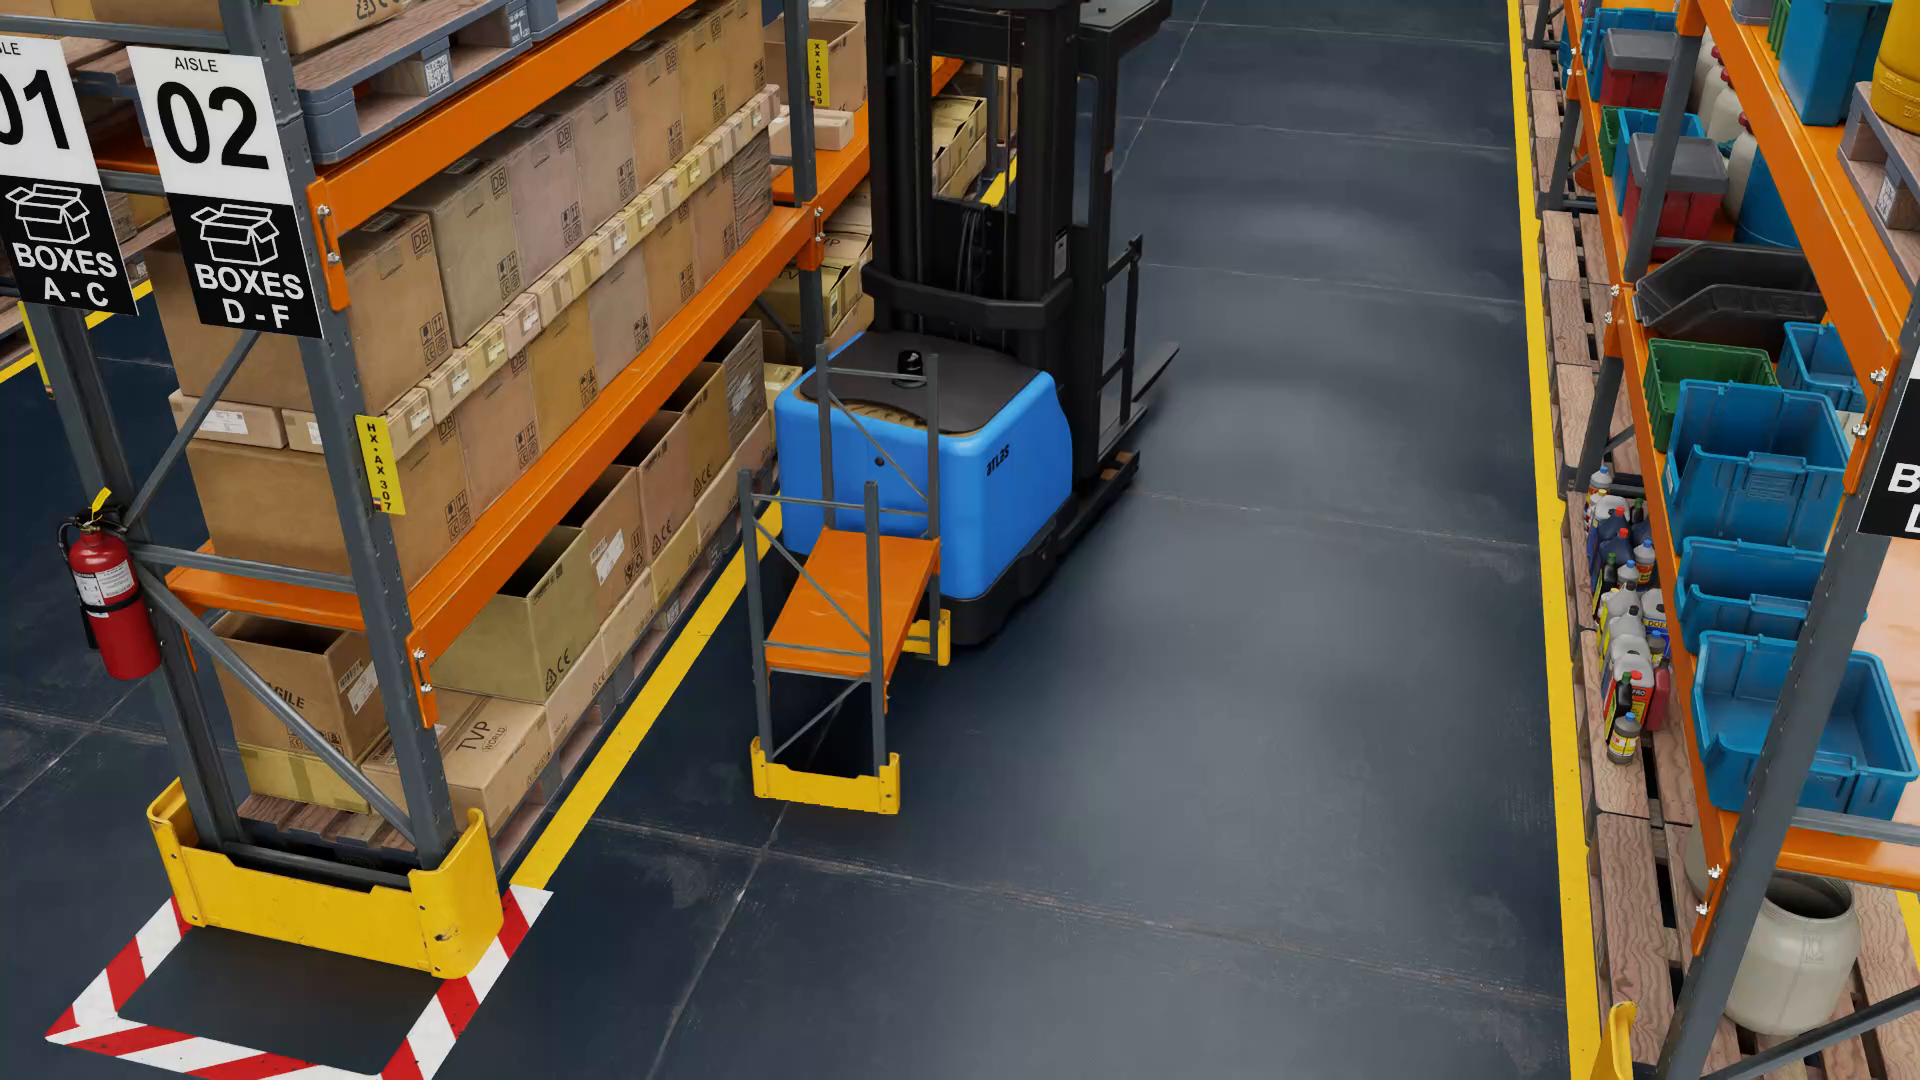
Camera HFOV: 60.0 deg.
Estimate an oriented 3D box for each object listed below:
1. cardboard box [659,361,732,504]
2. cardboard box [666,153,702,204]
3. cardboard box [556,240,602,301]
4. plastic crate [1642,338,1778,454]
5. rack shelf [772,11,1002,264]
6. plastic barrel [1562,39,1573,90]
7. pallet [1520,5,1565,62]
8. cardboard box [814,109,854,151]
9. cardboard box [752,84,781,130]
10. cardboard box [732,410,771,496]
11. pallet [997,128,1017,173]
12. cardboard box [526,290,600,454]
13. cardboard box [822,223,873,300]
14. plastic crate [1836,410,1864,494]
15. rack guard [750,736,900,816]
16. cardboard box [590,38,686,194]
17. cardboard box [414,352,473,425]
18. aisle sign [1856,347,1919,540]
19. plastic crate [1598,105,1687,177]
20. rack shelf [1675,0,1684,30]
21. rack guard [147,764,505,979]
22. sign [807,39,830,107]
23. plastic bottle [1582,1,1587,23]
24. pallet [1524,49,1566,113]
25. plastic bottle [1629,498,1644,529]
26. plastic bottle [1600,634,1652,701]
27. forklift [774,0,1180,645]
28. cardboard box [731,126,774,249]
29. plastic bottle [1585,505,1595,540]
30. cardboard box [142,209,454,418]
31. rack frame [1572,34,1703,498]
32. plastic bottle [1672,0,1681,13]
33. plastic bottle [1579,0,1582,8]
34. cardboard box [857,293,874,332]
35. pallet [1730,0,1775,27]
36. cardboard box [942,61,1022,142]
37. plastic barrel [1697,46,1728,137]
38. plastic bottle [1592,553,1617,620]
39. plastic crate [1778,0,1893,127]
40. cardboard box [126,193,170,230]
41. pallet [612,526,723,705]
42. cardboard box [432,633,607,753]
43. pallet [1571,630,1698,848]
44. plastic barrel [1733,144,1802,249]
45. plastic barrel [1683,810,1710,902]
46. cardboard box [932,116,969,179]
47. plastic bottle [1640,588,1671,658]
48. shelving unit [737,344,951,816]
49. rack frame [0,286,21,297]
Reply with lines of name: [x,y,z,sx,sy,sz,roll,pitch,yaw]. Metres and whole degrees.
cardboard box: [-1.402,-0.520,7.745,0.500,0.500,0.500,8,33,12]
cardboard box: [-1.356,-1.593,7.263,0.380,0.149,0.250,8,33,12]
cardboard box: [-1.616,-1.059,6.421,0.380,0.149,0.250,8,33,12]
plastic crate: [2.939,-0.544,6.507,0.450,0.188,0.662,8,33,12]
rack shelf: [-0.727,-2.710,10.387,1.077,0.370,4.000,8,33,12]
plastic barrel: [5.252,-4.095,13.460,0.600,0.901,0.708,8,33,12]
pallet: [5.735,-4.661,15.384,1.003,0.211,1.213,8,33,12]
cardboard box: [-0.812,-2.301,9.308,0.380,0.149,0.250,8,33,12]
cardboard box: [-1.096,-2.121,8.093,0.380,0.149,0.250,8,33,12]
cardboard box: [-1.277,-0.464,8.355,0.500,0.250,0.500,8,33,12]
pallet: [0.007,-3.257,13.176,1.003,0.211,1.213,8,33,12]
cardboard box: [-1.858,-0.712,6.482,0.700,0.500,0.500,8,33,13]
cardboard box: [-0.756,-1.669,9.727,0.500,0.311,0.500,8,33,12]
plastic crate: [3.389,-0.311,6.189,0.530,0.136,0.437,8,33,12]
rack guard: [-0.529,0.929,6.556,0.587,0.250,0.087,6,33,10]
cardboard box: [-1.595,-1.812,7.002,0.700,0.500,0.500,8,33,12]
cardboard box: [-1.877,-0.527,5.586,0.380,0.149,0.250,7,33,11]
aisle sign: [2.235,-0.324,3.540,0.394,0.787,0.004,8,33,12]
plastic crate: [3.725,-2.152,9.036,0.450,0.188,0.662,8,33,12]
rack shelf: [4.064,-3.299,8.518,1.077,0.370,4.000,8,33,12]
rack guard: [-2.255,1.168,5.947,1.175,0.500,0.348,8,33,12]
sign: [-0.697,-2.299,8.190,0.100,0.325,0.005,8,33,12]
plastic bottle: [4.308,-3.616,11.328,0.097,0.201,0.097,0,32,0]
pallet: [5.350,-3.879,14.155,1.003,0.211,1.213,8,33,12]
plastic bottle: [3.099,-0.047,7.650,0.061,0.283,0.133,8,33,12]
plastic bottle: [2.709,0.529,6.751,0.152,0.276,0.135,7,33,11]
forklift: [0.287,-1.541,7.941,1.130,2.935,3.031,15,35,22]
cardboard box: [-1.341,-1.787,8.171,0.700,0.500,0.500,7,33,11]
plastic bottle: [3.000,-0.093,7.798,0.097,0.201,0.097,0,32,0]
cardboard box: [-2.105,-0.757,5.343,0.700,0.500,0.500,8,33,13]
rack frame: [3.556,-1.299,7.498,1.000,3.000,0.127,8,33,12]
plastic bottle: [4.847,-3.524,11.113,0.152,0.276,0.135,8,33,12]
plastic bottle: [4.416,-3.867,11.656,0.097,0.271,0.097,0,32,0]
cardboard box: [-0.761,-1.433,9.880,0.500,0.250,0.500,9,33,14]
pallet: [3.468,-2.098,6.134,1.213,0.211,1.003,8,33,12]
cardboard box: [0.173,-3.379,12.689,0.500,0.500,0.500,9,34,14]
plastic barrel: [4.307,-2.428,9.147,0.433,0.535,0.433,0,32,0]
plastic bottle: [2.820,0.202,7.258,0.061,0.283,0.133,9,34,15]
plastic crate: [2.734,-1.513,5.053,0.392,0.384,0.575,8,33,12]
cardboard box: [-5.773,-2.438,11.209,0.700,0.500,0.500,7,33,11]
pallet: [-1.784,0.243,7.670,1.003,0.211,1.213,8,33,12]
cardboard box: [-1.775,0.575,6.720,0.500,0.250,0.500,8,33,12]
pallet: [3.038,0.856,6.707,1.003,0.211,1.213,8,33,12]
plastic barrel: [3.947,-1.670,7.614,0.600,0.901,0.708,8,33,12]
plastic barrel: [2.761,1.037,5.750,0.421,0.512,0.421,0,32,0]
cardboard box: [-0.239,-2.729,11.395,0.500,0.311,0.500,8,33,12]
plastic bottle: [2.944,0.353,7.028,0.152,0.276,0.135,8,33,12]
shelving unit: [-0.432,0.139,6.633,0.587,1.500,1.083,6,33,10]
rack frame: [-6.027,-2.648,9.619,1.000,3.000,0.127,8,33,12]
